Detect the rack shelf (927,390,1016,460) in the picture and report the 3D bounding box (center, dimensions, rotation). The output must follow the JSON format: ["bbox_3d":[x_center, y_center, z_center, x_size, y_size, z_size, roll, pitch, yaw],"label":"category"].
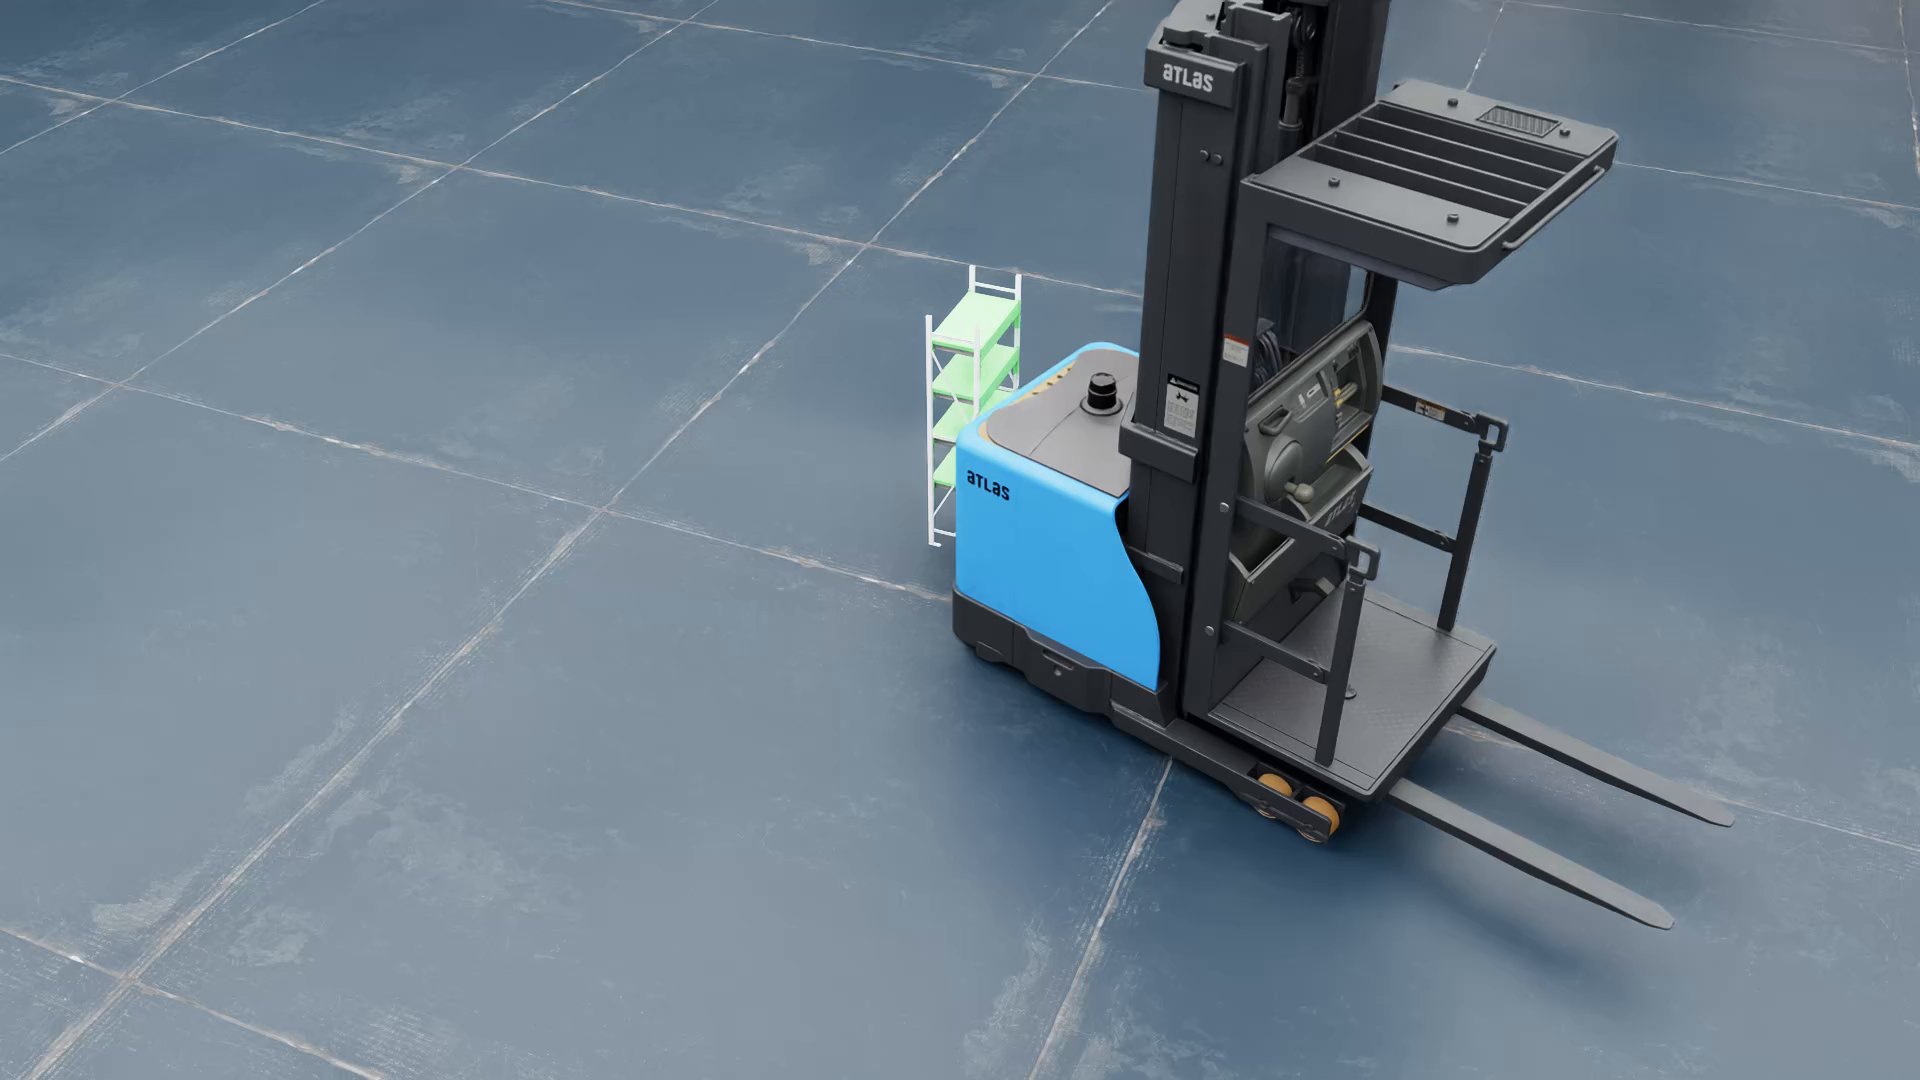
[{"bbox_3d":[0.063,-0.521,7.552,0.258,0.148,0.480,14,39,18],"label":"rack shelf"}]

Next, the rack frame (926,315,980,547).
[{"bbox_3d":[-0.030,-0.437,7.333,0.240,1.200,0.015,14,39,18],"label":"rack frame"}]

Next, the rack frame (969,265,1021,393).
[{"bbox_3d":[0.156,-0.707,7.694,0.240,1.200,0.015,14,39,18],"label":"rack frame"}]

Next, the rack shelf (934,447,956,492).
[{"bbox_3d":[0.063,-0.329,7.695,0.258,0.148,0.480,14,39,18],"label":"rack shelf"}]

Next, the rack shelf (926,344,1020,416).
[{"bbox_3d":[0.063,-0.713,7.408,0.258,0.148,0.480,14,39,18],"label":"rack shelf"}]

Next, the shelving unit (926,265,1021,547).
[{"bbox_3d":[0.063,-0.572,7.513,0.258,1.200,0.503,14,39,18],"label":"shelving unit"}]

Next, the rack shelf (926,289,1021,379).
[{"bbox_3d":[0.063,-0.906,7.264,0.258,0.148,0.480,14,39,18],"label":"rack shelf"}]

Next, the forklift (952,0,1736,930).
[{"bbox_3d":[1.430,-0.404,5.843,3.031,2.935,1.130,26,44,30],"label":"forklift"}]
